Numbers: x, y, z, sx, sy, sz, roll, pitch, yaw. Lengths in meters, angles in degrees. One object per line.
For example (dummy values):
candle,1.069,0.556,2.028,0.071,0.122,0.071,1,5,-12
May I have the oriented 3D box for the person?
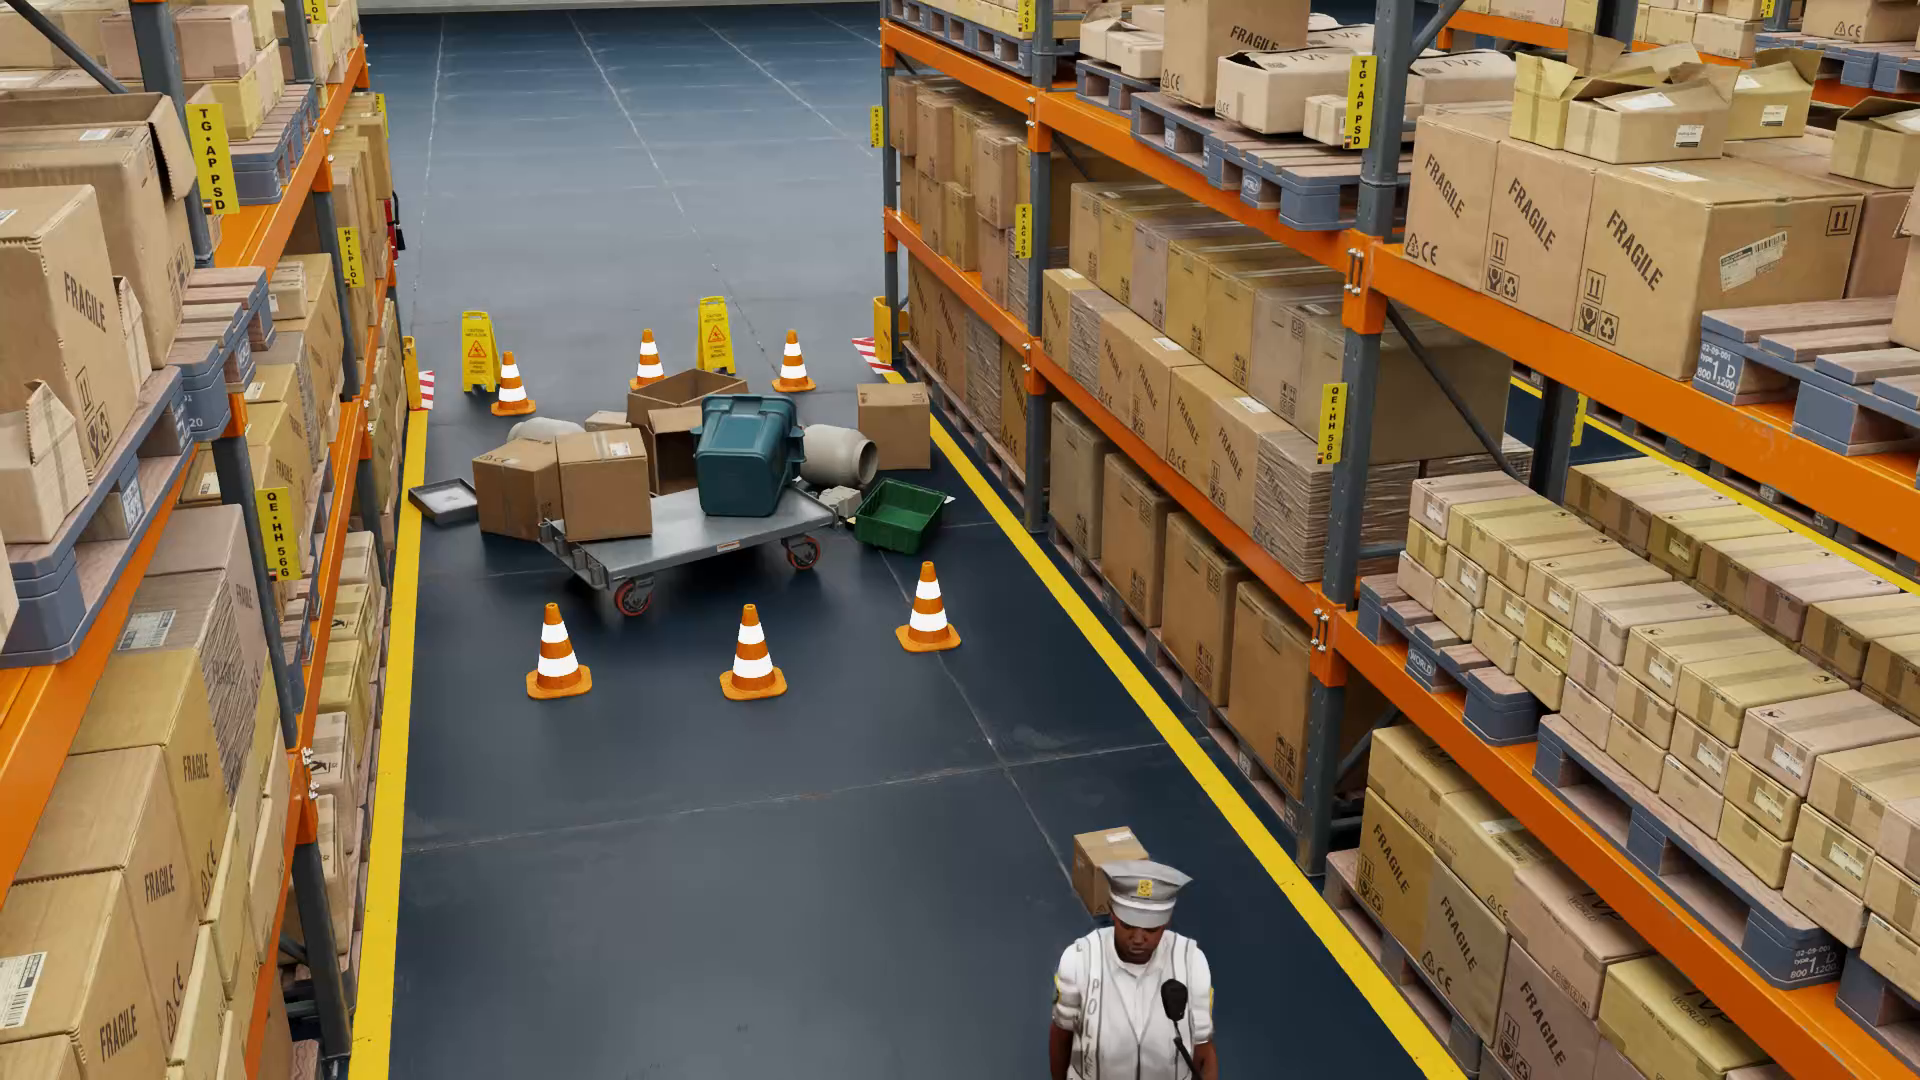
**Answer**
person,0.485,1.674,4.695,0.454,1.768,0.593,-1,23,-3
